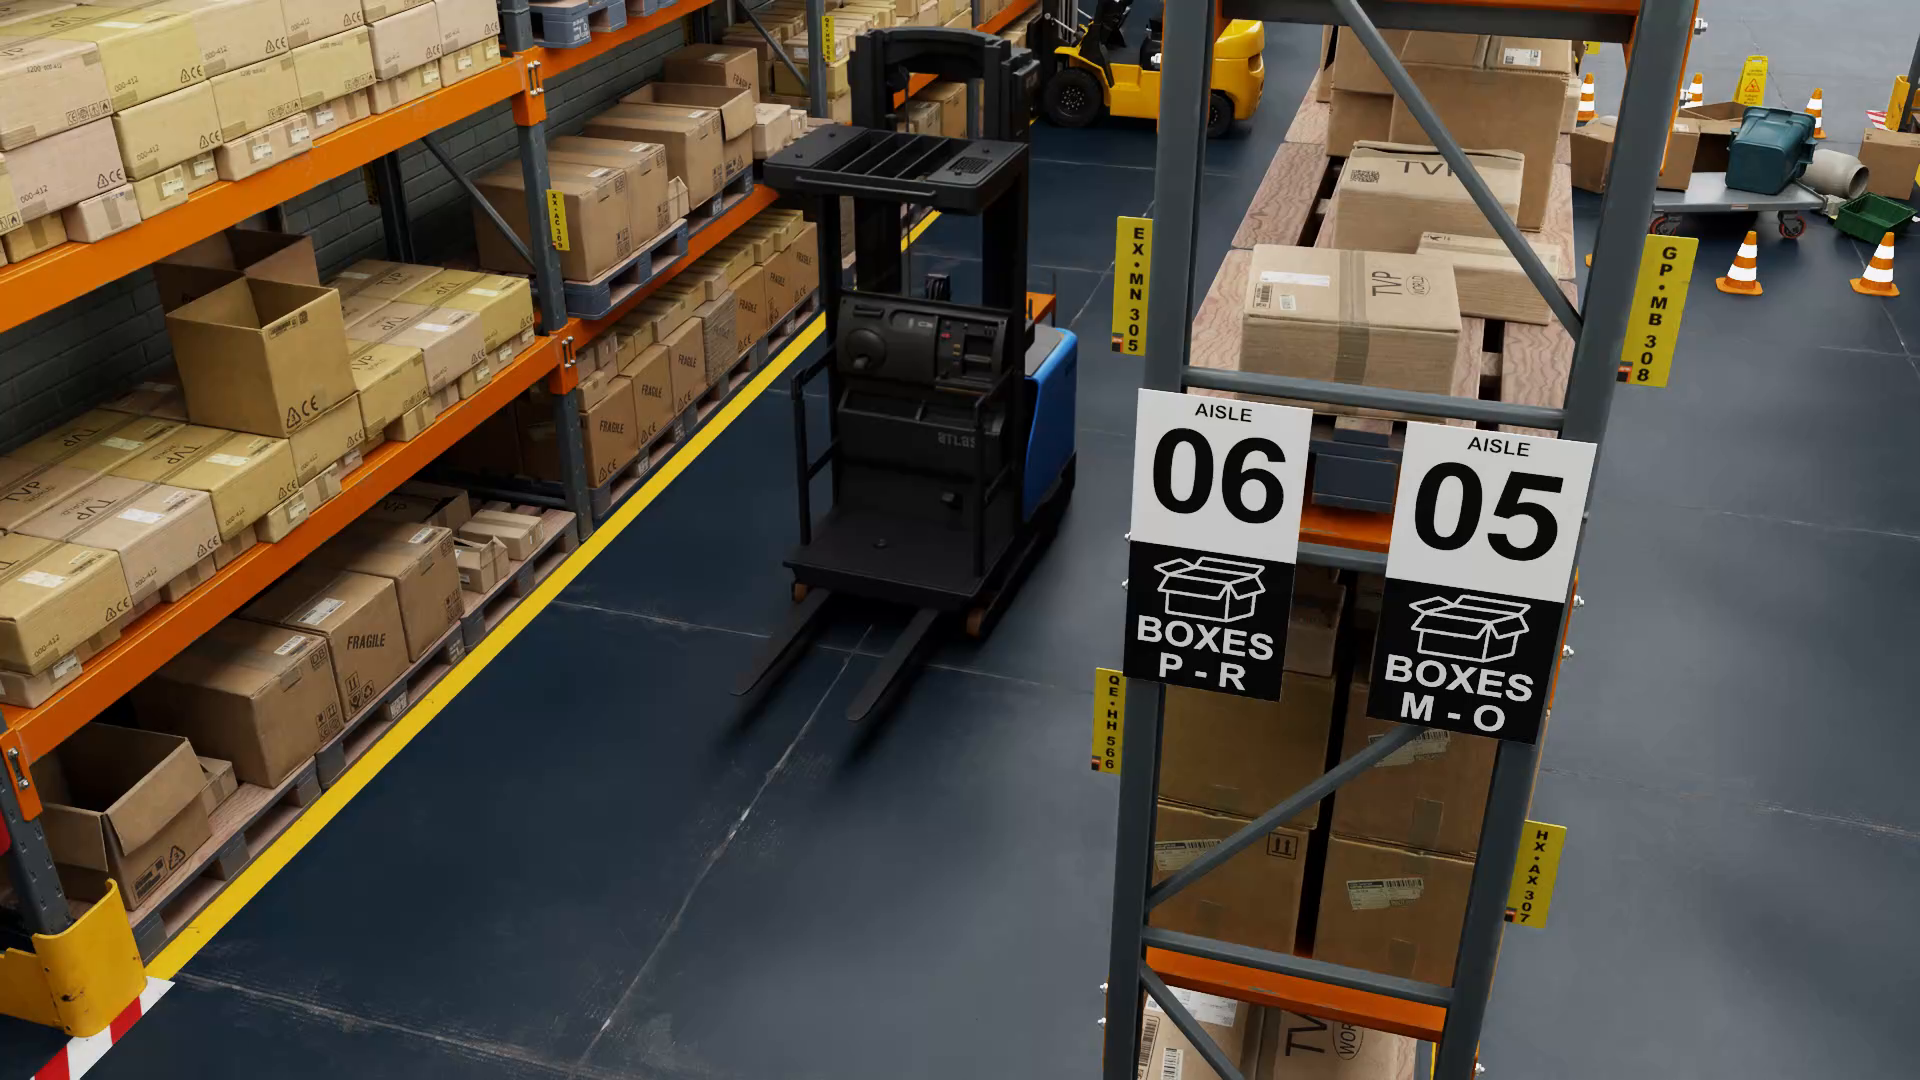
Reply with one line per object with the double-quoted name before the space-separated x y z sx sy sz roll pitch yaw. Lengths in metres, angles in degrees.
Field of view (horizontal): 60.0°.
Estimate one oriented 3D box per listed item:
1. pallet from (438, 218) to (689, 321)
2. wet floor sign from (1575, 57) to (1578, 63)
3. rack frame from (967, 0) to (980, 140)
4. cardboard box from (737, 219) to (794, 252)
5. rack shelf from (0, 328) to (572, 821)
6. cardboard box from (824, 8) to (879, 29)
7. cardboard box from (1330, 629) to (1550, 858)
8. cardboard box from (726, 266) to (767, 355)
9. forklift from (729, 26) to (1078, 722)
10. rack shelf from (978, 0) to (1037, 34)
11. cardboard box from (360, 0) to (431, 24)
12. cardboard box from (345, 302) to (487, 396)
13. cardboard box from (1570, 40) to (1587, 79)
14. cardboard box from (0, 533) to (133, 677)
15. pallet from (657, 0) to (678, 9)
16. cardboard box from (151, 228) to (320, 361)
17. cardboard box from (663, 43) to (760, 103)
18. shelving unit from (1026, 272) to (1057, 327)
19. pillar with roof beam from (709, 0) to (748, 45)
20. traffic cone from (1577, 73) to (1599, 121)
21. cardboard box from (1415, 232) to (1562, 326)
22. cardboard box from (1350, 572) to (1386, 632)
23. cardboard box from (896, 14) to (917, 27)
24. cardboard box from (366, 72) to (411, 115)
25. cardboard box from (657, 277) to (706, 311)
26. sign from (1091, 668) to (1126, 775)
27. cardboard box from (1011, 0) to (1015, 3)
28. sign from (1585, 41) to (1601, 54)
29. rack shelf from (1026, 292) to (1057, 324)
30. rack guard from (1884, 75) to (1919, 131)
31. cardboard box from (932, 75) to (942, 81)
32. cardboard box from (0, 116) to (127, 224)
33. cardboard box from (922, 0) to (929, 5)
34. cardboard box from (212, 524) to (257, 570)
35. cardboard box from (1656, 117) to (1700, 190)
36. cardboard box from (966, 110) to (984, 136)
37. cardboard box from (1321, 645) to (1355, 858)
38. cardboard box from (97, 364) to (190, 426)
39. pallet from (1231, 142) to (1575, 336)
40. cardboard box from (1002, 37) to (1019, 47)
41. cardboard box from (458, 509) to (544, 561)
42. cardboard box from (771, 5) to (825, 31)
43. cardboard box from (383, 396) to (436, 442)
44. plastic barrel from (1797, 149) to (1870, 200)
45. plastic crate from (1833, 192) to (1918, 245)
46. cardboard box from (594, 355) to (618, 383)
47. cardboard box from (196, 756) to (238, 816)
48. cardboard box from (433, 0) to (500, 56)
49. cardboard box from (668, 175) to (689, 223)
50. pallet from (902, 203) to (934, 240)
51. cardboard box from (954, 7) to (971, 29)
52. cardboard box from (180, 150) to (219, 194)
"pallet" -2.319 -1.664 9.853 1.003 0.211 1.213 8 30 15
"wet floor sign" 6.690 -5.169 18.378 0.267 0.644 0.232 20 35 32
"rack frame" -0.309 -5.110 15.850 1.000 3.000 0.127 8 30 15
"cardboard box" -1.437 -2.229 12.143 0.380 0.149 0.250 7 30 12
"rack shelf" -3.244 -0.148 7.671 1.077 0.370 4.000 8 30 15
"cardboard box" -0.870 -4.176 13.401 0.380 0.149 0.250 9 30 15
"cardboard box" 1.328 0.510 4.616 0.500 0.500 0.500 8 30 14
"cardboard box" -1.710 -1.640 11.752 0.500 0.500 0.500 10 31 17
"forklift" -0.276 -0.986 8.507 1.130 2.935 3.031 10 31 17
"rack shelf" 0.278 -5.725 17.696 1.077 0.370 4.000 8 30 15
"cardboard box" -2.716 -2.480 7.371 0.500 0.250 0.500 8 30 14
"cardboard box" -2.707 -0.950 8.221 0.500 0.250 0.500 9 30 15
"cardboard box" 2.207 -1.822 6.458 0.396 0.266 0.258 9 30 16
"cardboard box" -3.441 0.230 6.100 0.500 0.250 0.500 9 30 15
"pallet" -2.097 -3.396 9.877 1.213 0.211 1.003 8 30 15
"cardboard box" -3.349 -1.130 7.773 0.500 0.500 0.500 8 30 13
"cardboard box" -1.784 -3.261 11.992 0.500 0.500 0.500 10 31 17
"shelving unit" 0.399 -1.031 10.369 0.258 1.200 0.503 10 31 17
"pillar with roof beam" 2.153 -5.993 11.266 9.100 9.000 0.400 8 30 15
"traffic cone" 6.718 -4.770 17.848 0.336 0.463 0.334 8 30 15
"cardboard box" 1.454 -0.728 4.611 0.380 0.149 0.250 10 30 17
"cardboard box" 1.292 0.152 4.593 0.380 0.149 0.250 9 30 16
"cardboard box" -0.675 -4.290 14.015 0.500 0.250 0.500 9 30 16
"cardboard box" -2.719 -2.034 7.493 0.380 0.149 0.250 8 30 15
"cardboard box" -1.923 -1.641 11.086 0.380 0.149 0.250 9 30 15
"sign" 0.400 0.480 4.367 0.100 0.325 0.005 8 30 15
"cardboard box" 0.355 -5.802 16.992 0.500 0.500 0.500 8 30 14
"sign" 2.620 -2.178 6.882 0.100 0.325 0.005 8 30 15
"rack shelf" 0.399 -1.374 10.178 0.258 0.148 0.480 10 31 17
"rack guard" 10.380 -4.522 17.364 1.175 0.500 0.348 8 30 15
"cardboard box" -0.350 -4.785 16.634 0.500 0.250 0.500 9 30 16
"cardboard box" -3.310 -1.315 5.791 0.500 0.250 0.500 9 30 16
"cardboard box" -0.465 -4.764 14.458 0.380 0.149 0.250 8 30 14
"cardboard box" -3.193 -0.022 6.962 0.380 0.149 0.250 9 30 16
"cardboard box" 6.147 -3.402 14.572 0.500 0.500 0.500 8 30 15
"cardboard box" 0.149 -4.269 16.736 0.500 0.250 0.500 9 30 15
"cardboard box" 1.452 0.708 5.288 0.500 0.500 0.500 8 30 14
"cardboard box" -3.494 -0.561 7.522 0.500 0.250 0.500 8 30 15
"pallet" 1.479 -1.014 5.493 1.003 0.211 1.213 8 30 15
"cardboard box" 0.292 -4.945 16.922 0.500 0.250 0.500 9 30 15
"cardboard box" -2.540 -0.029 9.217 0.380 0.149 0.250 8 30 13
"cardboard box" -1.321 -4.242 13.519 0.380 0.149 0.250 8 30 15
"cardboard box" -2.769 -0.609 8.018 0.380 0.149 0.250 8 30 14
"plastic barrel" 8.065 -3.364 15.362 0.421 0.421 0.512 -17 34 -28
"plastic crate" 7.997 -2.808 14.546 0.662 0.188 0.450 -24 47 -37
"cardboard box" -2.290 -1.035 9.997 0.380 0.149 0.250 8 30 13
"cardboard box" -3.399 1.066 7.248 0.380 0.149 0.250 7 30 13
"cardboard box" -2.560 -2.507 7.935 0.500 0.250 0.500 9 30 15
"cardboard box" -1.883 -2.108 10.160 0.396 0.266 0.258 10 31 17
"pallet" -0.844 -2.975 14.880 1.003 0.211 1.213 8 30 15
"cardboard box" -0.207 -4.773 15.398 0.500 0.250 0.500 9 30 16
"cardboard box" -3.117 -1.439 6.425 0.380 0.149 0.250 8 30 14
